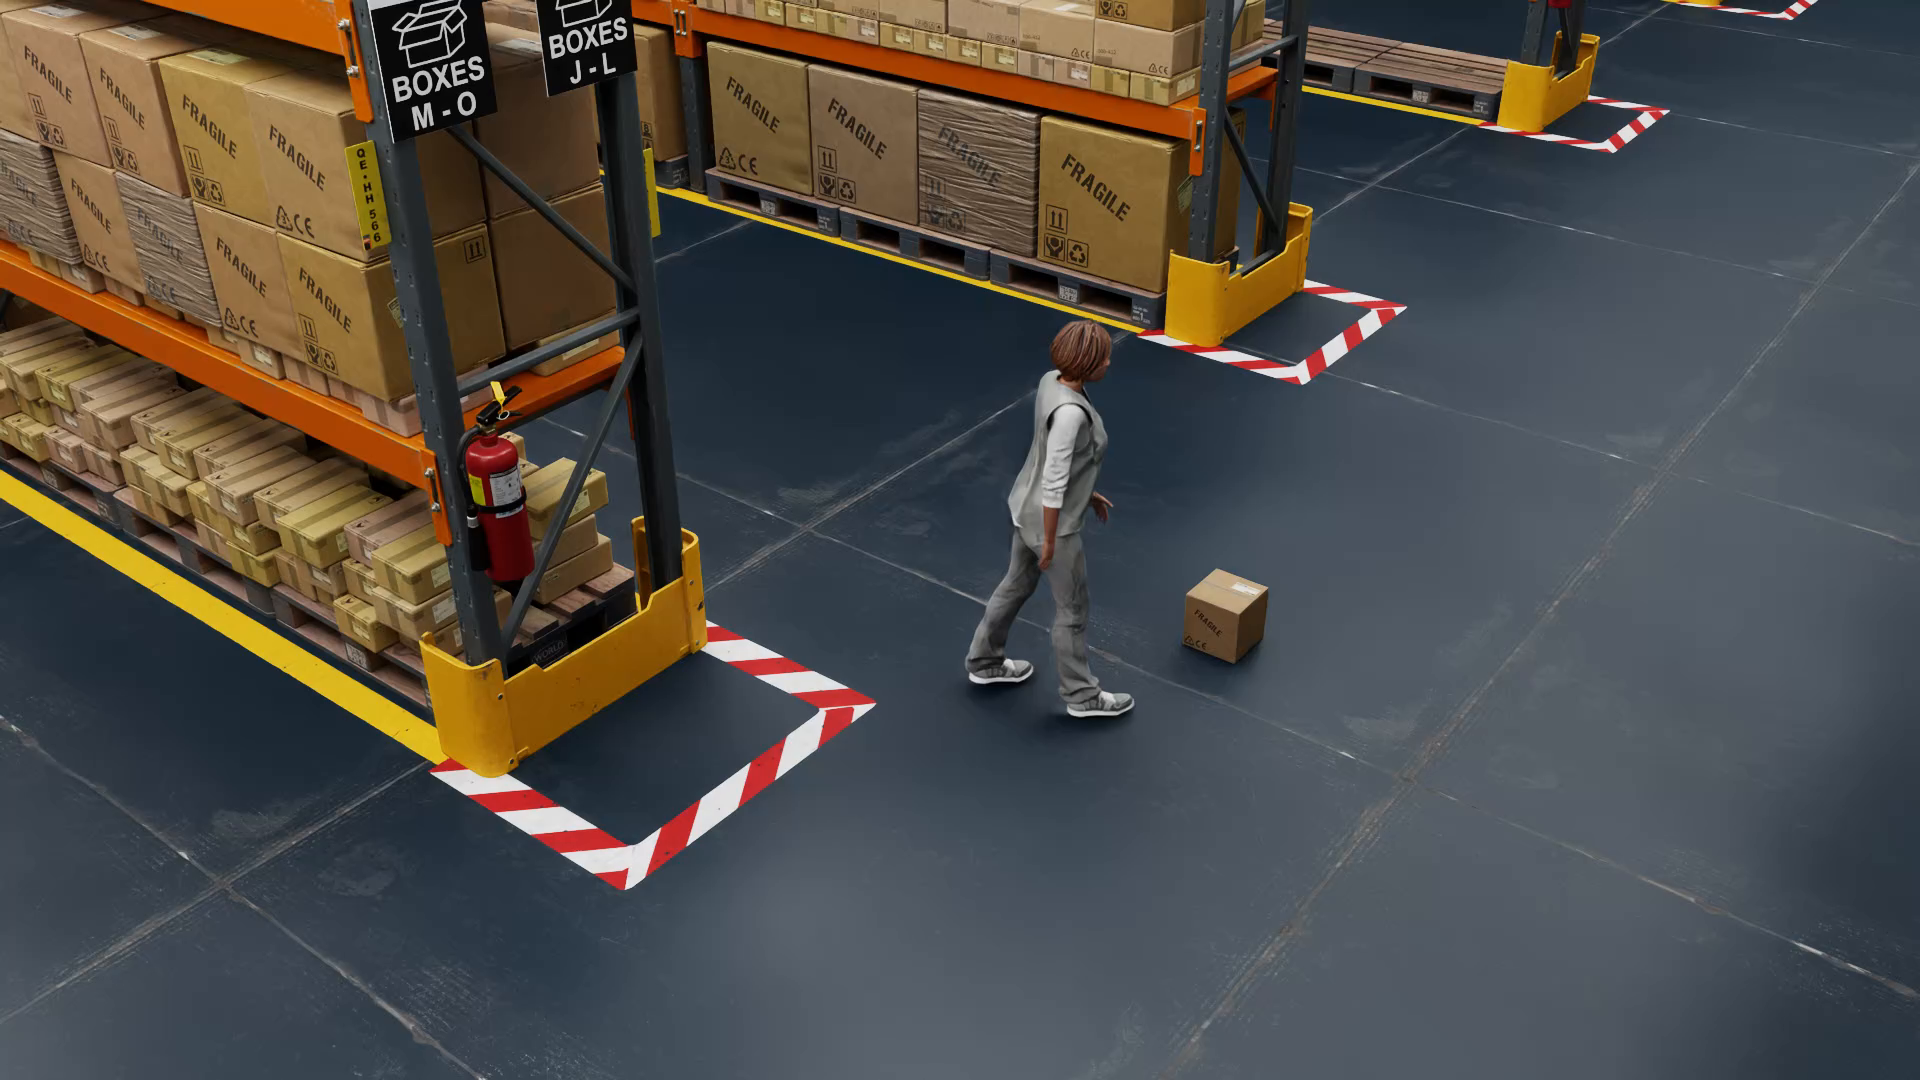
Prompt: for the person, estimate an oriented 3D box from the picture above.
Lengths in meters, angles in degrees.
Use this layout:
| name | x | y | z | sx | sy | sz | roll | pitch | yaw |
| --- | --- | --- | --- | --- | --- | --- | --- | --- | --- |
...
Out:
| name | x | y | z | sx | sy | sz | roll | pitch | yaw |
| --- | --- | --- | --- | --- | --- | --- | --- | --- | --- |
| person | 0.346 | -0.076 | 6.256 | 0.645 | 1.567 | 0.458 | -4 | 32 | -6 |
